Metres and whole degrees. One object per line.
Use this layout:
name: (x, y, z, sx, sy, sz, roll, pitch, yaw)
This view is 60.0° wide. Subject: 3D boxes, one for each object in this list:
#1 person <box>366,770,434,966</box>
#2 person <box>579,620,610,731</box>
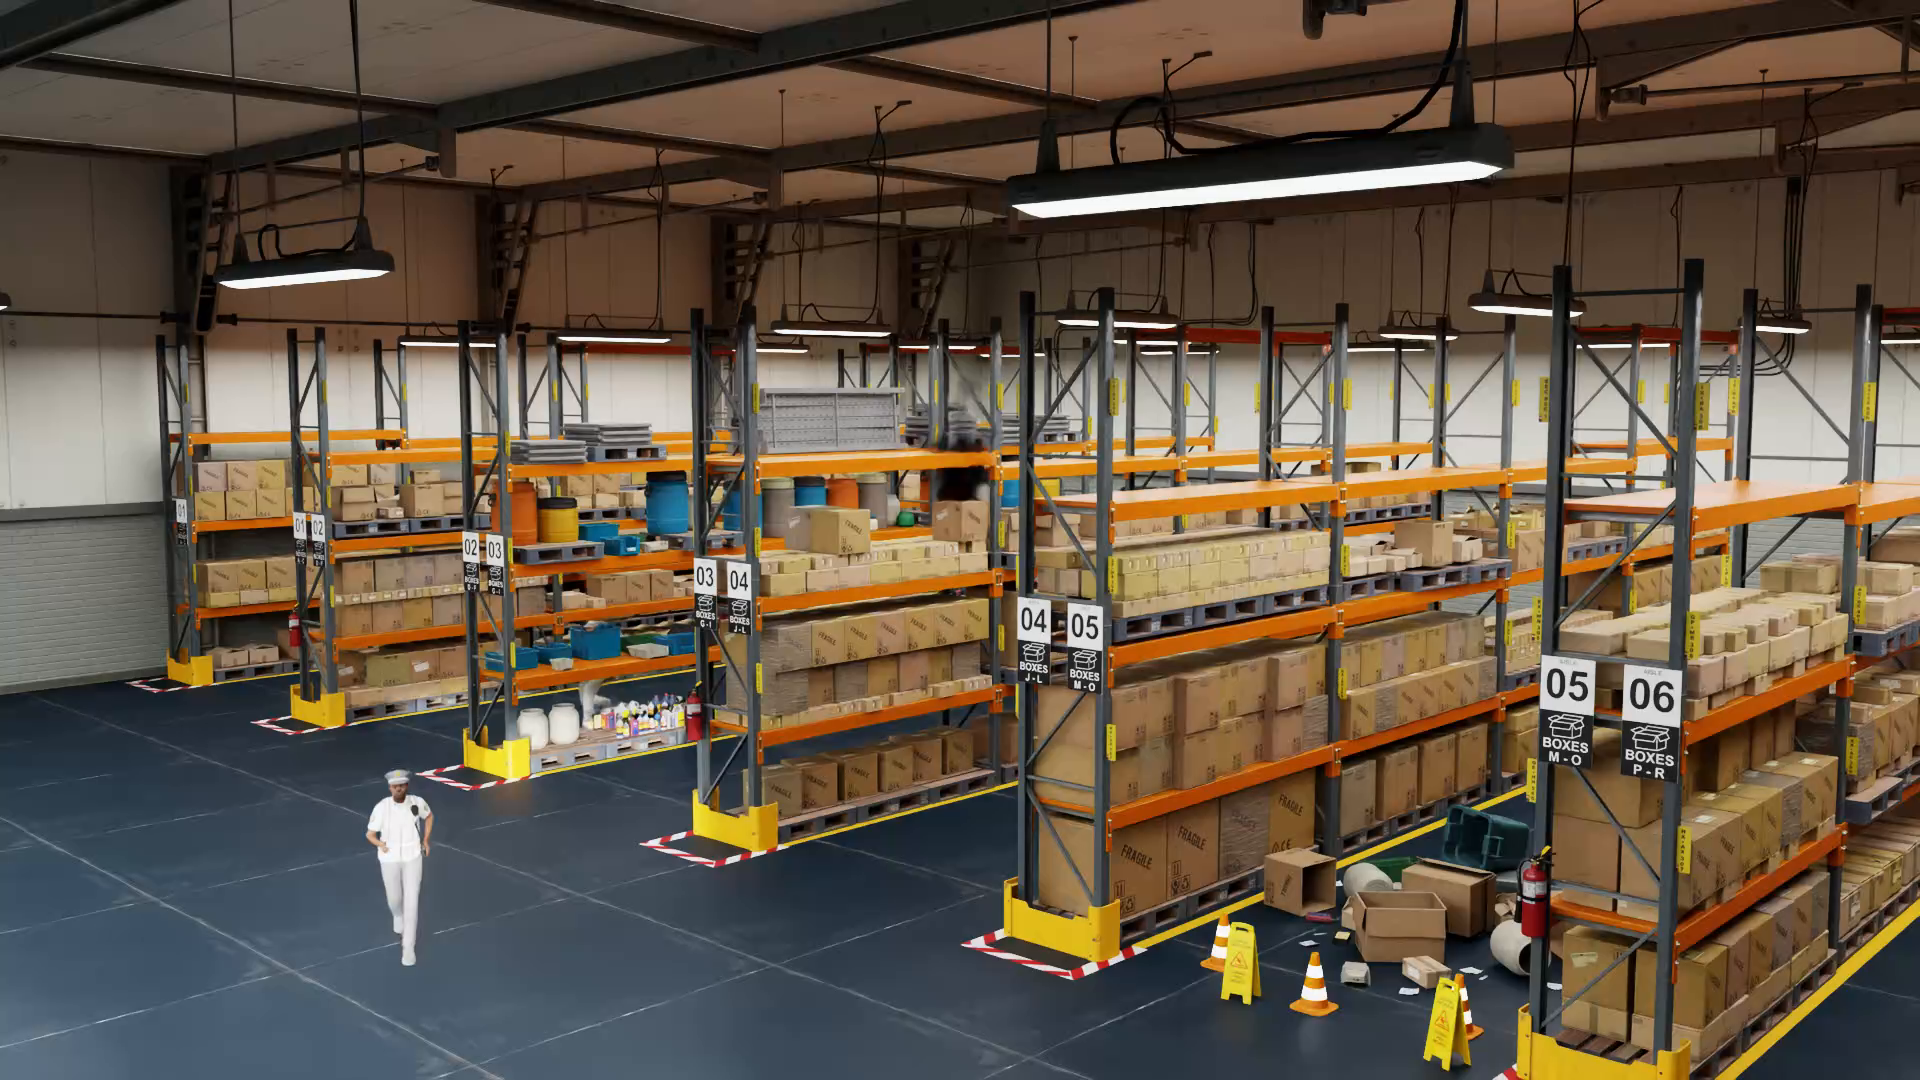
person: (-5.072, 2.899, 15.093, 0.585, 1.698, 0.931, -2, 6, -17)
person: (-5.486, 2.018, 24.926, 0.607, 1.650, 0.779, 3, 6, 33)
